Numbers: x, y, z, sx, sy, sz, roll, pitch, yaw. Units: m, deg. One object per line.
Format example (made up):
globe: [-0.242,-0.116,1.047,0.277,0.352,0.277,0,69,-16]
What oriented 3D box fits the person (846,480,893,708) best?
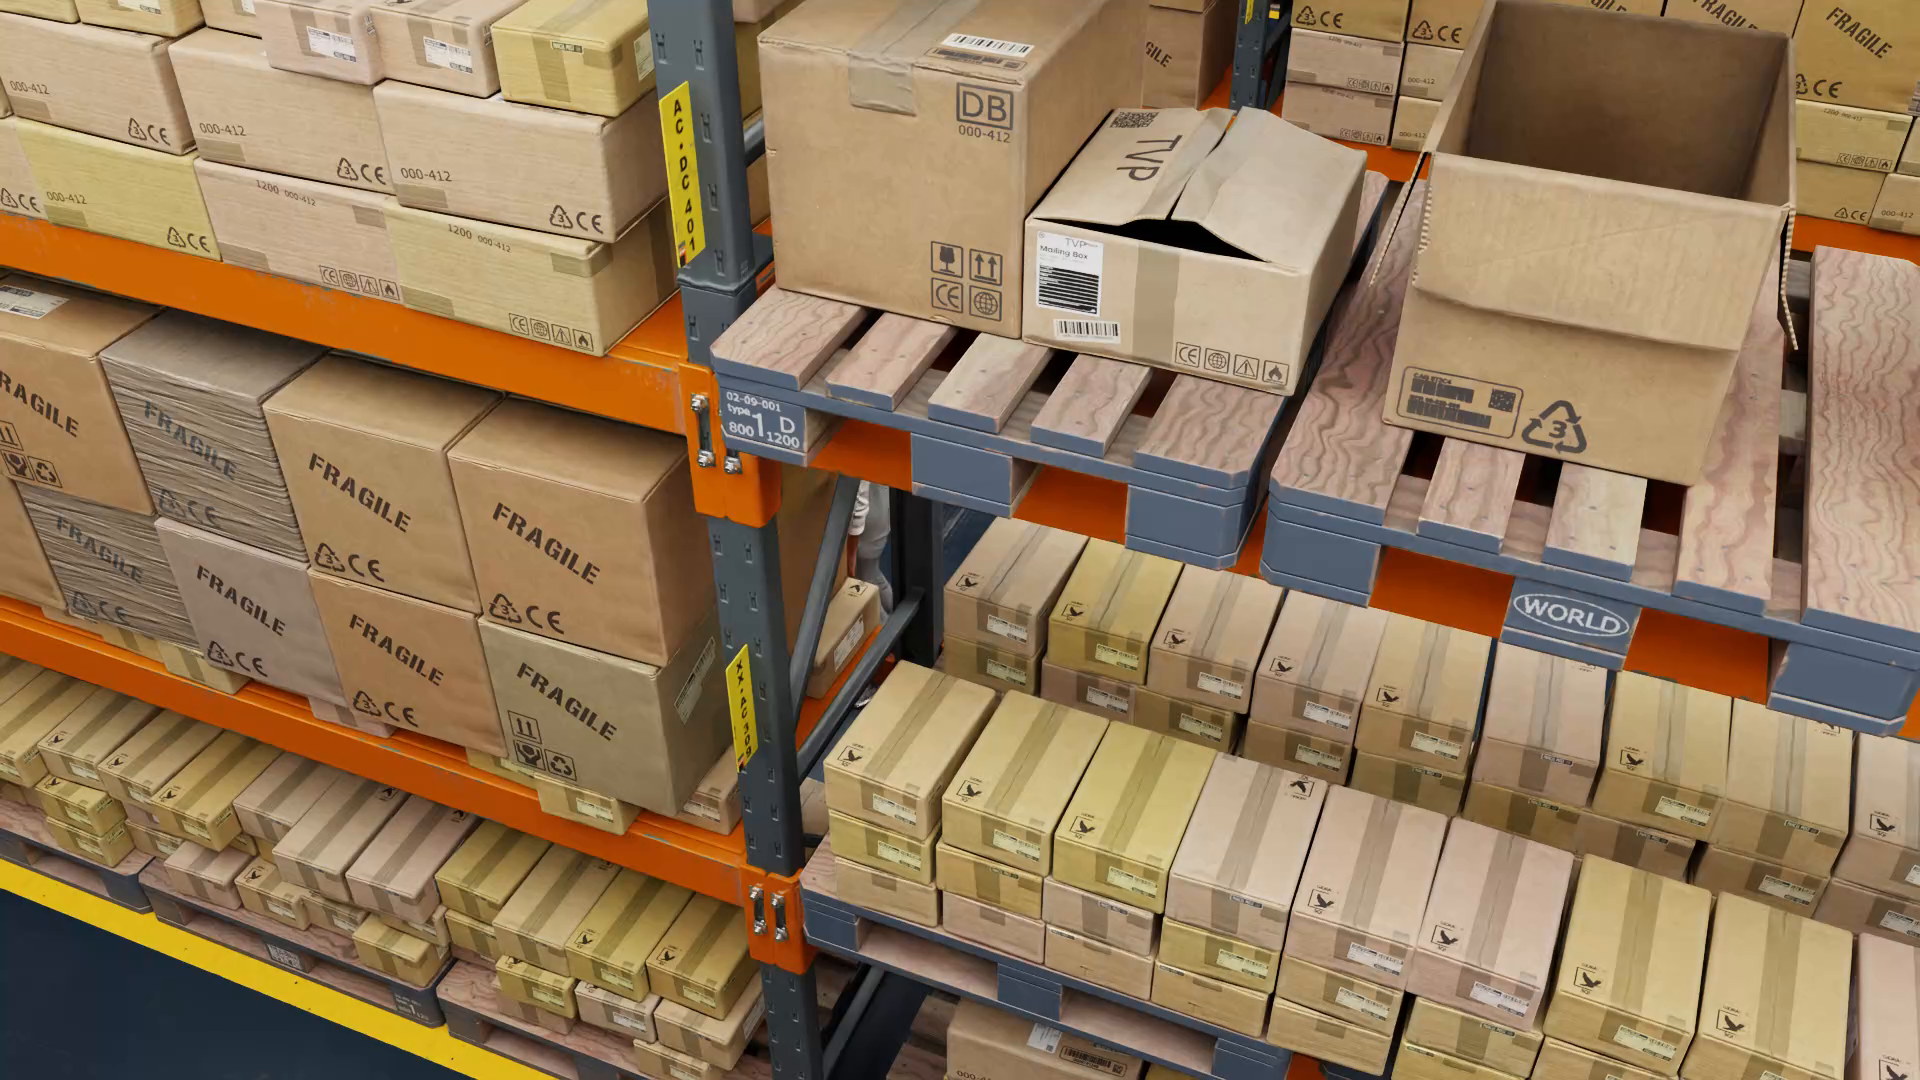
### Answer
person: [-0.388,-0.066,6.212,0.328,1.599,0.456,2,38,3]
